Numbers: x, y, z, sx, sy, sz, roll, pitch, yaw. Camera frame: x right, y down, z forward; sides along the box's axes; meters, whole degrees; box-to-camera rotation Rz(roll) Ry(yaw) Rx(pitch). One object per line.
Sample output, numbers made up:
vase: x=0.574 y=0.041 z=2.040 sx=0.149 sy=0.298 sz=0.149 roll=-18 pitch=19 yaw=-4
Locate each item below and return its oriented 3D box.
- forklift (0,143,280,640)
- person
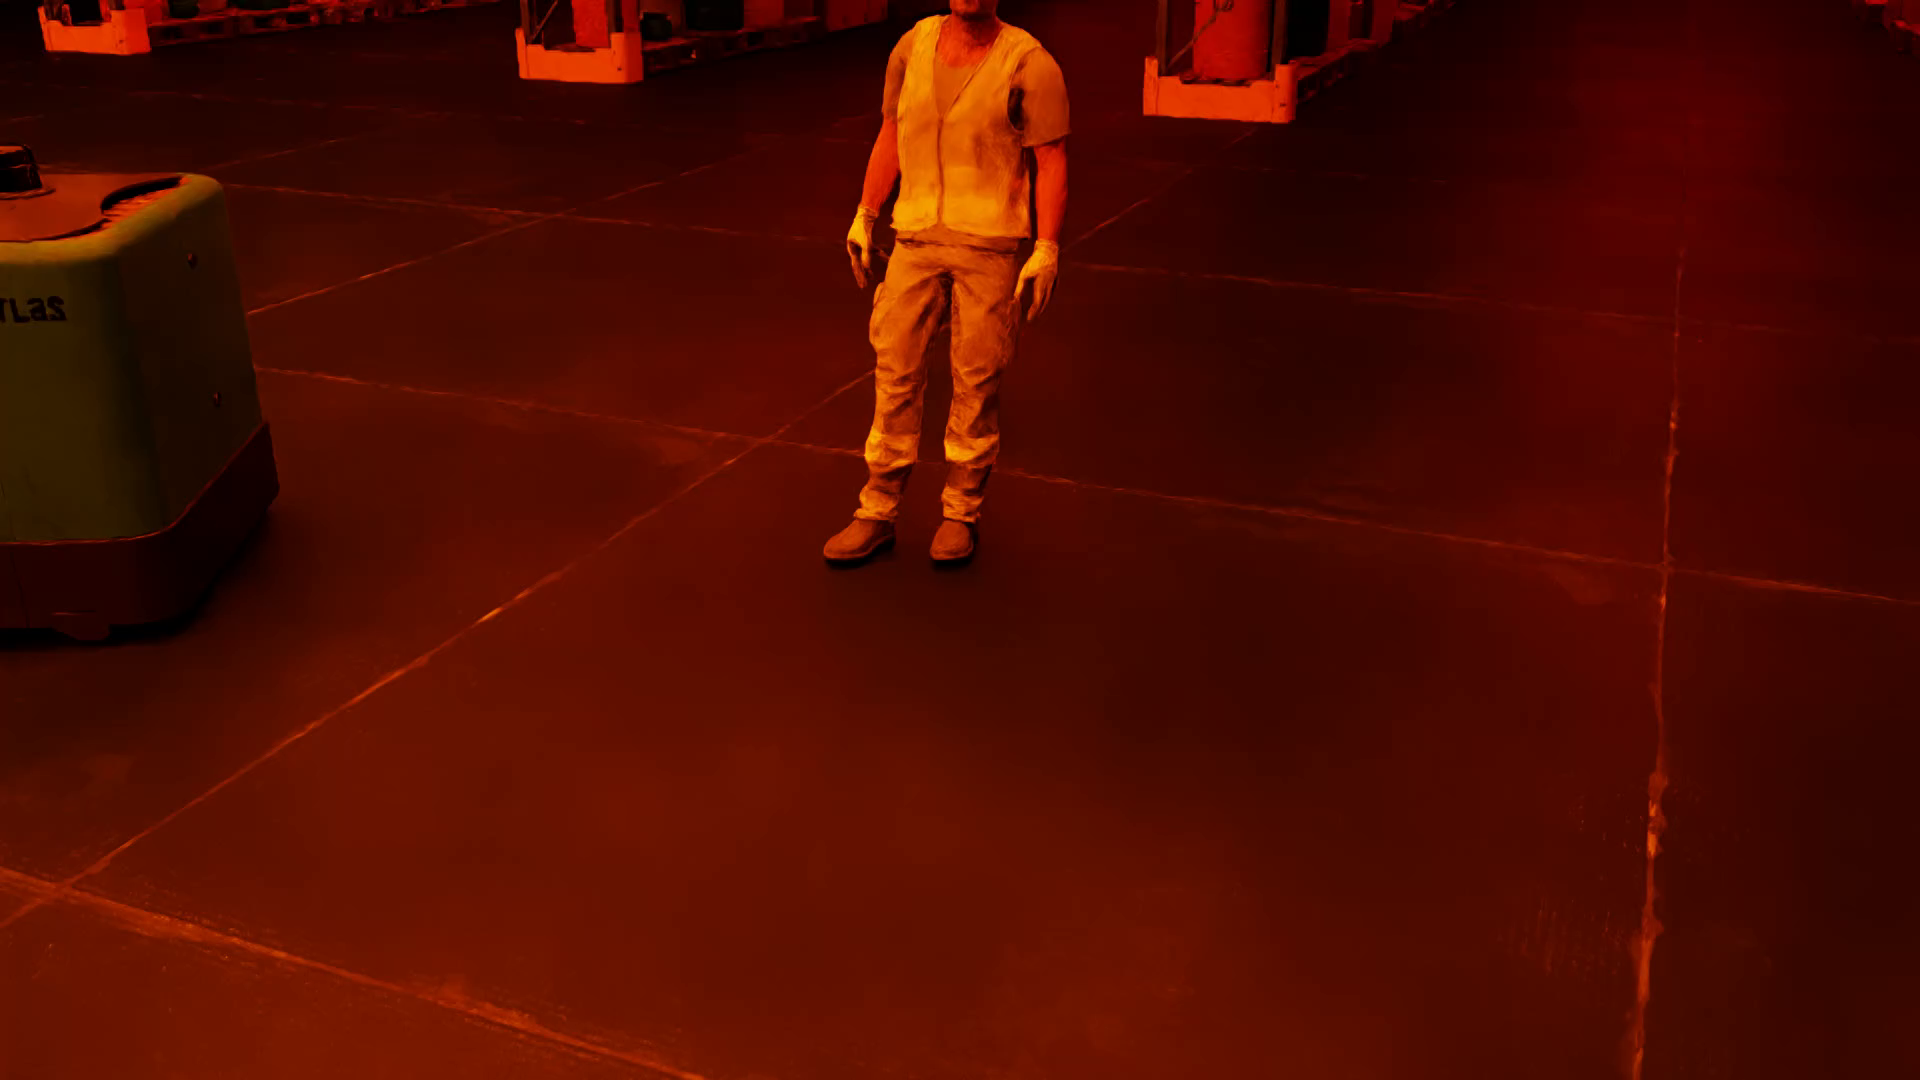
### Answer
forklift: x=-3.618 y=-1.212 z=4.193 sx=3.031 sy=2.935 sz=1.130 roll=-2 pitch=23 yaw=-5
person: x=-0.041 y=-0.805 z=4.681 sx=0.637 sy=1.787 sz=0.563 roll=9 pitch=24 yaw=21
